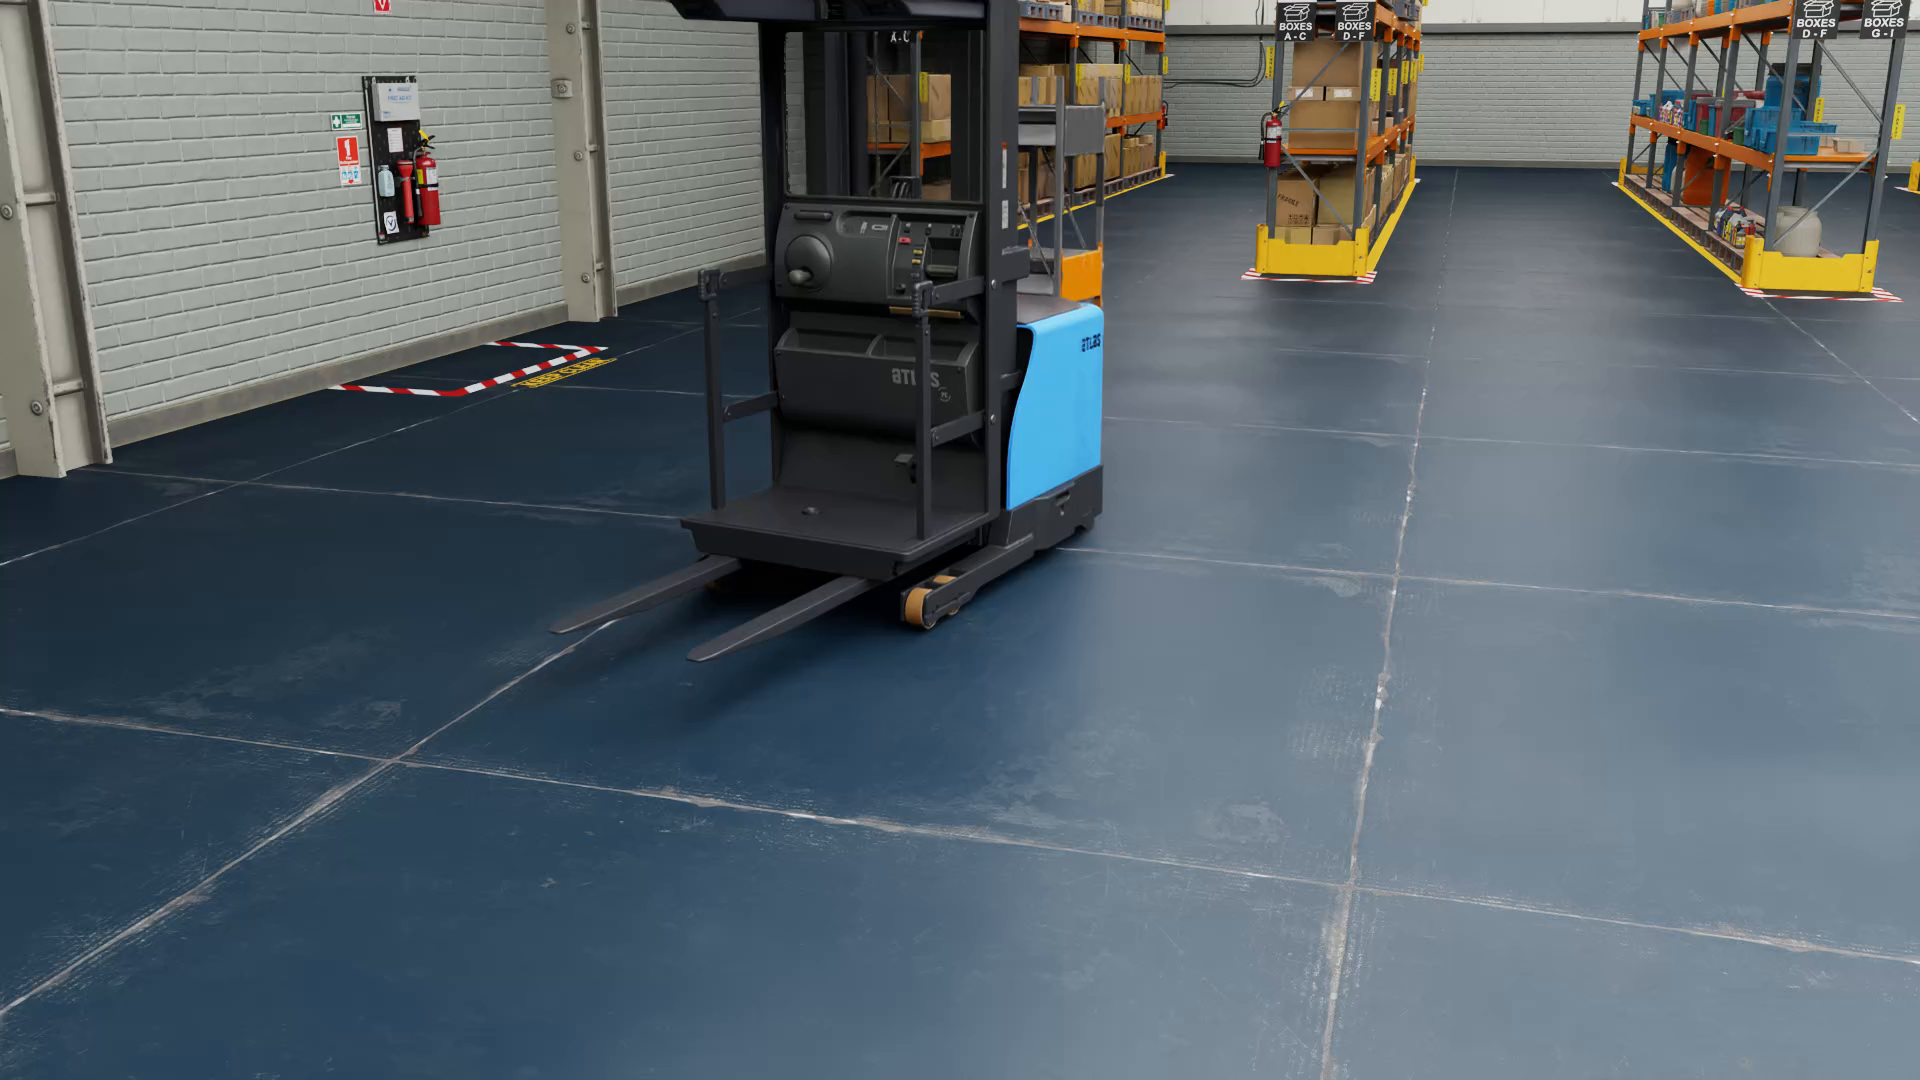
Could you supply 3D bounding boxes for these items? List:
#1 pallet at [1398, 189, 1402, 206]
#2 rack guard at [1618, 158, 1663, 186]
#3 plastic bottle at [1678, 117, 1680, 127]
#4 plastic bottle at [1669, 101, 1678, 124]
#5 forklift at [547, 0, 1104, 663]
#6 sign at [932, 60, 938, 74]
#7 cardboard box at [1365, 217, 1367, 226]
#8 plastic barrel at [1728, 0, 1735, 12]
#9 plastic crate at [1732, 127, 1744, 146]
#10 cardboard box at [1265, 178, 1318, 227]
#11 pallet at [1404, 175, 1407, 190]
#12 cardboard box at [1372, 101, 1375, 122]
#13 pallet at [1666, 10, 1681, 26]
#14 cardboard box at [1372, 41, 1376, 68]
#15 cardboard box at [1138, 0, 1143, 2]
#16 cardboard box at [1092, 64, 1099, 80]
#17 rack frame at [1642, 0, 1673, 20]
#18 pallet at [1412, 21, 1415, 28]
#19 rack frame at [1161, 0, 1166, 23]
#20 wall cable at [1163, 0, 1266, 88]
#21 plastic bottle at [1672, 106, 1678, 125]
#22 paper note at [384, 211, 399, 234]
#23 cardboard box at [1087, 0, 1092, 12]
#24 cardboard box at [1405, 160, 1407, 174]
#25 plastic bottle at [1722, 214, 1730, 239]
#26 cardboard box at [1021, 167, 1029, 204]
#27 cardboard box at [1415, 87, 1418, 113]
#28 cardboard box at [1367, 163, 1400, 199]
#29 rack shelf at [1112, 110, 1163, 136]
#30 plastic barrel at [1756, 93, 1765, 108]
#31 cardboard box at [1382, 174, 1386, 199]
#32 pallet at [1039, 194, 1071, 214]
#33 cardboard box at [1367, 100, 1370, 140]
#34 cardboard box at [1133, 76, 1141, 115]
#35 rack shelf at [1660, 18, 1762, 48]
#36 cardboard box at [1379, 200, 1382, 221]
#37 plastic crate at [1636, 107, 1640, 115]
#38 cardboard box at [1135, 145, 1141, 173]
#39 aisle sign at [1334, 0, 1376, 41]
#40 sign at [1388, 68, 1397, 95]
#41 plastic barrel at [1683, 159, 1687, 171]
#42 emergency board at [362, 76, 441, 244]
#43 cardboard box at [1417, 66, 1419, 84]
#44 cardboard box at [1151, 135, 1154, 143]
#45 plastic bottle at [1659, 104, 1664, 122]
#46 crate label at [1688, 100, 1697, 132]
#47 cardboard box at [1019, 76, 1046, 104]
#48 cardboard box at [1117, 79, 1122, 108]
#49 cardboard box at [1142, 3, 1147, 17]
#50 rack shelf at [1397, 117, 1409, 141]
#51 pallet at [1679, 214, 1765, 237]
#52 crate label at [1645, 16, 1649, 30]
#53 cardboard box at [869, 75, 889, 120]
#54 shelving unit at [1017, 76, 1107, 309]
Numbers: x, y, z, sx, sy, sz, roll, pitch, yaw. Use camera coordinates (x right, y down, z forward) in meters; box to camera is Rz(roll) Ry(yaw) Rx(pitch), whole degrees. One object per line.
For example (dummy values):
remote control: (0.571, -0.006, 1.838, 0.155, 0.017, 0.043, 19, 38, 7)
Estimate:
pallet: (6.685, -5.612, 27.228, 1.003, 0.211, 1.213, 5, 16, 16)
rack guard: (13.103, -6.956, 31.436, 1.175, 0.500, 0.348, 5, 16, 16)
plastic bottle: (10.657, -6.190, 24.521, 0.097, 0.201, 0.097, 0, 16, 0)
plastic bottle: (11.042, -6.594, 25.670, 0.144, 0.351, 0.185, 5, 16, 16)
forklift: (-0.452, -1.196, 6.674, 1.130, 2.935, 3.031, 8, 18, 27)
sign: (-0.333, -6.379, 22.699, 0.100, 0.325, 0.005, 5, 16, 16)
cardboard box: (4.461, -3.614, 19.344, 0.500, 0.250, 0.500, 5, 16, 16)
plastic barrel: (9.635, -6.845, 20.051, 0.600, 0.901, 0.708, 5, 16, 16)
plastic crate: (9.042, -4.576, 18.854, 0.450, 0.188, 0.662, 5, 16, 16)
cardboard box: (3.681, -3.753, 18.460, 0.500, 0.500, 0.500, 5, 16, 16)
pallet: (7.765, -6.648, 30.880, 1.003, 0.211, 1.213, 5, 16, 16)
cardboard box: (5.334, -5.782, 22.534, 0.500, 0.500, 0.500, 6, 17, 20)
pallet: (11.843, -8.244, 26.246, 1.213, 0.211, 1.003, 5, 16, 16)
cardboard box: (4.688, -5.820, 20.290, 0.700, 0.500, 0.500, 5, 16, 16)
cardboard box: (3.085, -10.154, 30.583, 0.500, 0.500, 0.500, 4, 16, 15)
cardboard box: (2.004, -7.758, 27.546, 0.500, 0.250, 0.500, 5, 17, 16)
rack frame: (13.109, -11.037, 30.250, 1.000, 3.000, 0.127, 5, 16, 16)
pallet: (6.972, -8.677, 27.771, 1.213, 0.211, 1.003, 5, 16, 16)
rack frame: (3.610, -11.805, 32.959, 1.000, 3.000, 0.127, 5, 16, 16)
wall cable: (5.560, -11.763, 38.502, 3.097, 2.526, 0.112, 5, 16, 16)
plastic bottle: (10.866, -6.440, 25.250, 0.061, 0.283, 0.133, 5, 16, 16)
paper note: (-4.127, -2.305, 12.074, 0.016, 0.148, 0.142, 5, 16, 16)
cardboard box: (1.818, -9.077, 27.848, 0.700, 0.500, 0.500, 5, 16, 16)
cardboard box: (8.144, -7.017, 31.305, 0.500, 0.250, 0.500, 5, 16, 16)
plastic bottle: (8.931, -3.648, 19.365, 0.061, 0.283, 0.133, 5, 17, 18)
cardboard box: (0.676, -5.252, 24.623, 0.700, 0.500, 0.500, 5, 17, 17)
cardboard box: (8.495, -8.446, 31.926, 0.500, 0.500, 0.500, 5, 17, 18)
cardboard box: (6.491, -5.549, 25.670, 0.500, 0.500, 0.500, 5, 17, 18)
rack shelf: (3.042, -8.050, 32.031, 1.077, 0.370, 4.000, 5, 16, 16)
plastic barrel: (10.181, -5.310, 20.804, 0.433, 0.535, 0.433, 0, 16, 0)
cardboard box: (5.454, -4.765, 22.373, 0.500, 0.311, 0.500, 4, 16, 15)
pallet: (1.114, -5.280, 26.059, 1.003, 0.211, 1.213, 5, 16, 16)
cardboard box: (4.541, -5.059, 19.983, 0.700, 0.500, 0.500, 5, 17, 17)
cardboard box: (2.856, -8.348, 31.215, 0.980, 0.700, 0.700, 4, 16, 14)
rack shelf: (11.404, -7.678, 25.224, 1.077, 0.370, 4.000, 5, 16, 16)
cardboard box: (5.303, -4.362, 21.980, 0.500, 0.250, 0.500, 4, 16, 15)
plastic crate: (12.360, -7.759, 30.060, 0.250, 0.136, 0.298, 5, 16, 16)
cardboard box: (3.078, -7.325, 31.969, 0.700, 0.500, 0.500, 5, 17, 17)
aisle sign: (4.089, -5.560, 17.169, 0.394, 0.787, 0.004, 5, 16, 16)
sign: (5.483, -5.808, 21.079, 0.100, 0.325, 0.005, 5, 16, 16)
plastic barrel: (11.279, -5.525, 25.459, 0.600, 0.588, 0.708, 5, 16, 16)
emergency board: (-4.011, -2.770, 12.098, 0.194, 1.169, 0.643, 5, 16, 16)
cardboard box: (8.498, -8.927, 31.791, 0.500, 0.500, 0.500, 4, 16, 15)
cardboard box: (3.646, -7.992, 33.132, 0.380, 0.149, 0.250, 4, 16, 15)
plastic bottle: (11.421, -6.950, 27.051, 0.061, 0.283, 0.133, 5, 16, 16)
crate label: (10.294, -5.836, 22.843, 0.502, 0.435, 0.616, 5, 16, 16)
cardboard box: (0.880, -6.634, 24.733, 0.700, 0.500, 0.500, 5, 16, 16)
cardboard box: (2.584, -7.933, 29.536, 0.500, 0.500, 0.500, 4, 16, 15)
cardboard box: (3.220, -9.921, 31.135, 0.500, 0.250, 0.500, 4, 16, 14)
rack shelf: (6.656, -6.620, 26.991, 1.077, 0.370, 4.000, 5, 16, 16)
pallet: (10.230, -4.199, 22.245, 1.003, 0.211, 1.213, 5, 16, 16)
crate label: (12.537, -9.306, 29.917, 0.408, 0.251, 0.502, 5, 16, 16)
cardboard box: (-1.006, -5.171, 19.428, 0.500, 0.500, 0.500, 4, 16, 15)
shelving unit: (0.420, -1.218, 8.274, 0.431, 2.100, 0.503, 8, 18, 27)
